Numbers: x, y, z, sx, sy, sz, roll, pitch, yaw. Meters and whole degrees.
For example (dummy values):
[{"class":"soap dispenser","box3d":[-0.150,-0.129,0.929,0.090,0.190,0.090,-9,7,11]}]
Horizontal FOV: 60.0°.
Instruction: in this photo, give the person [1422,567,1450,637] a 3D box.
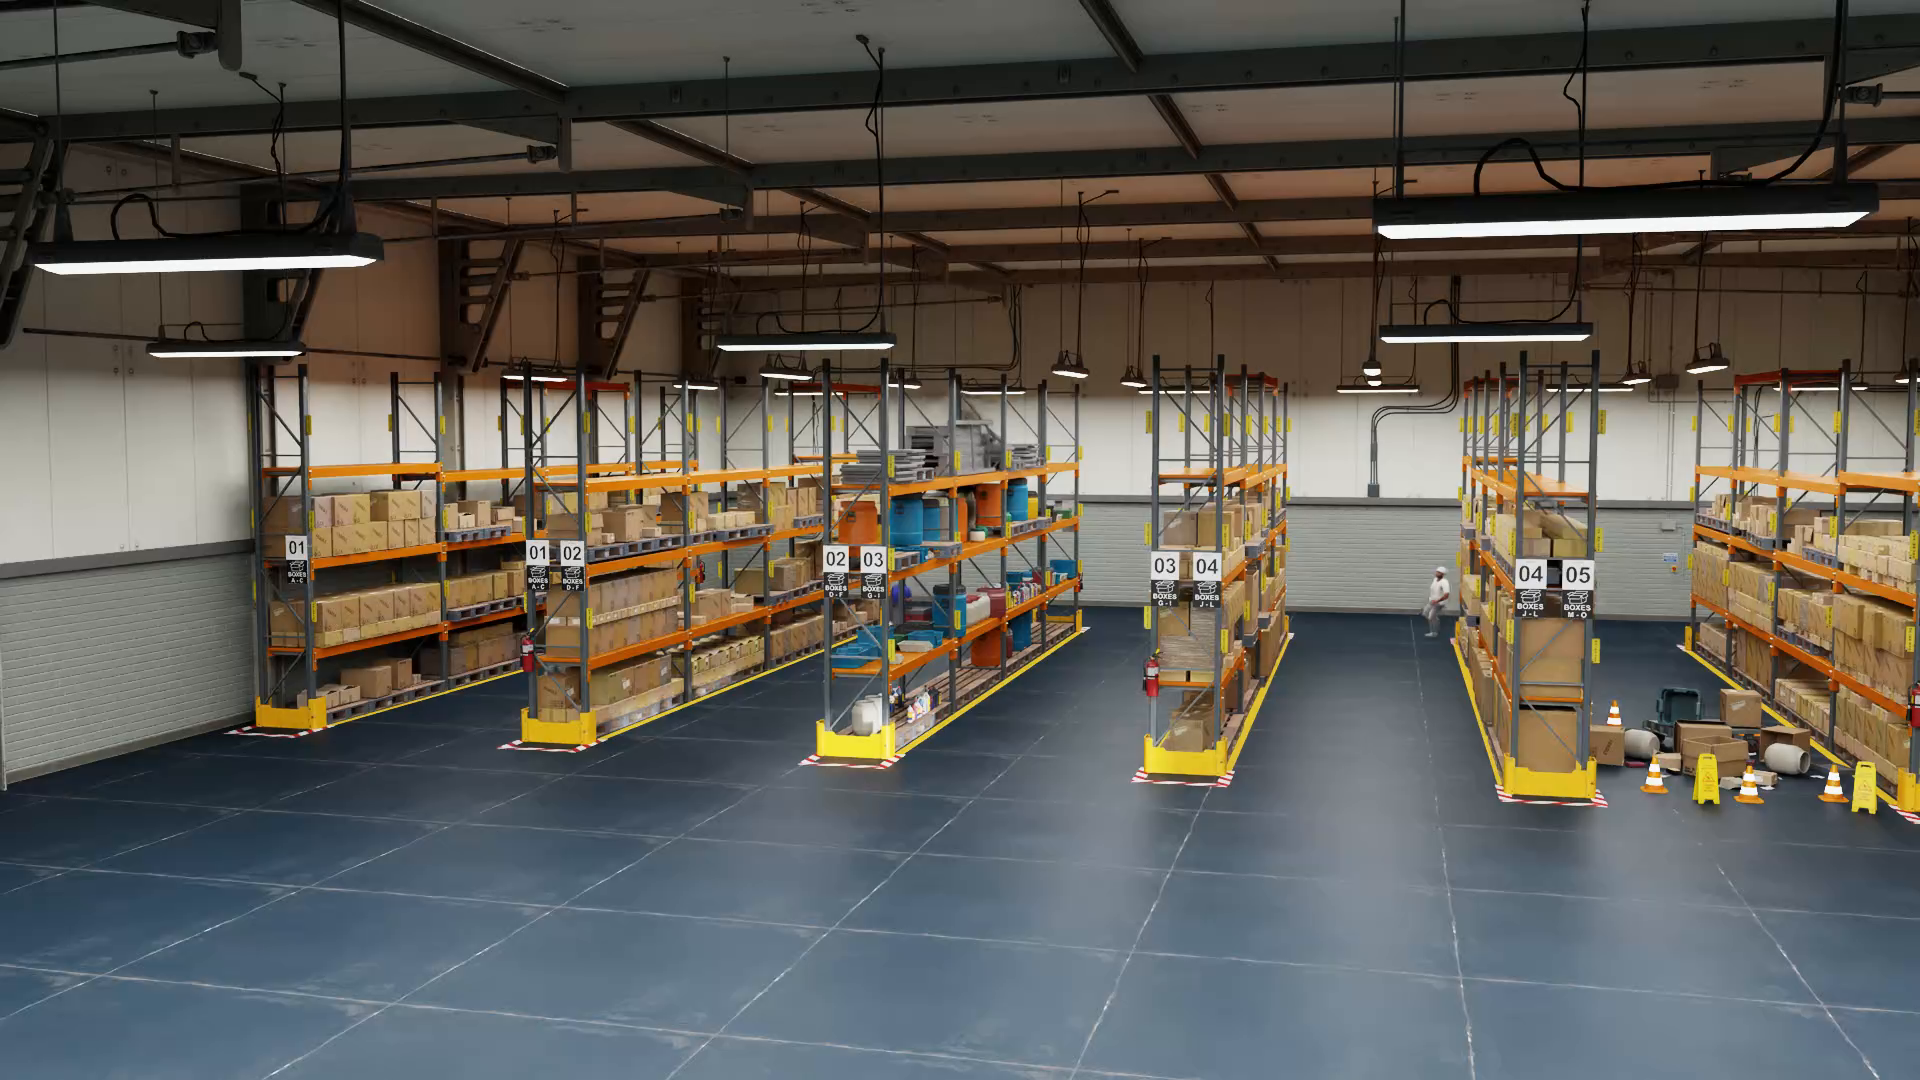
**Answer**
[{"class":"person","box3d":[11.190,1.461,39.106,0.537,1.693,0.746,-1,4,-18]}]

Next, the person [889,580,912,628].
[{"class":"person","box3d":[-1.350,1.593,37.166,0.575,1.644,0.902,0,4,7]}]

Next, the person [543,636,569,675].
[{"class":"person","box3d":[-7.151,2.147,29.535,0.570,1.705,0.793,1,4,10]}]
